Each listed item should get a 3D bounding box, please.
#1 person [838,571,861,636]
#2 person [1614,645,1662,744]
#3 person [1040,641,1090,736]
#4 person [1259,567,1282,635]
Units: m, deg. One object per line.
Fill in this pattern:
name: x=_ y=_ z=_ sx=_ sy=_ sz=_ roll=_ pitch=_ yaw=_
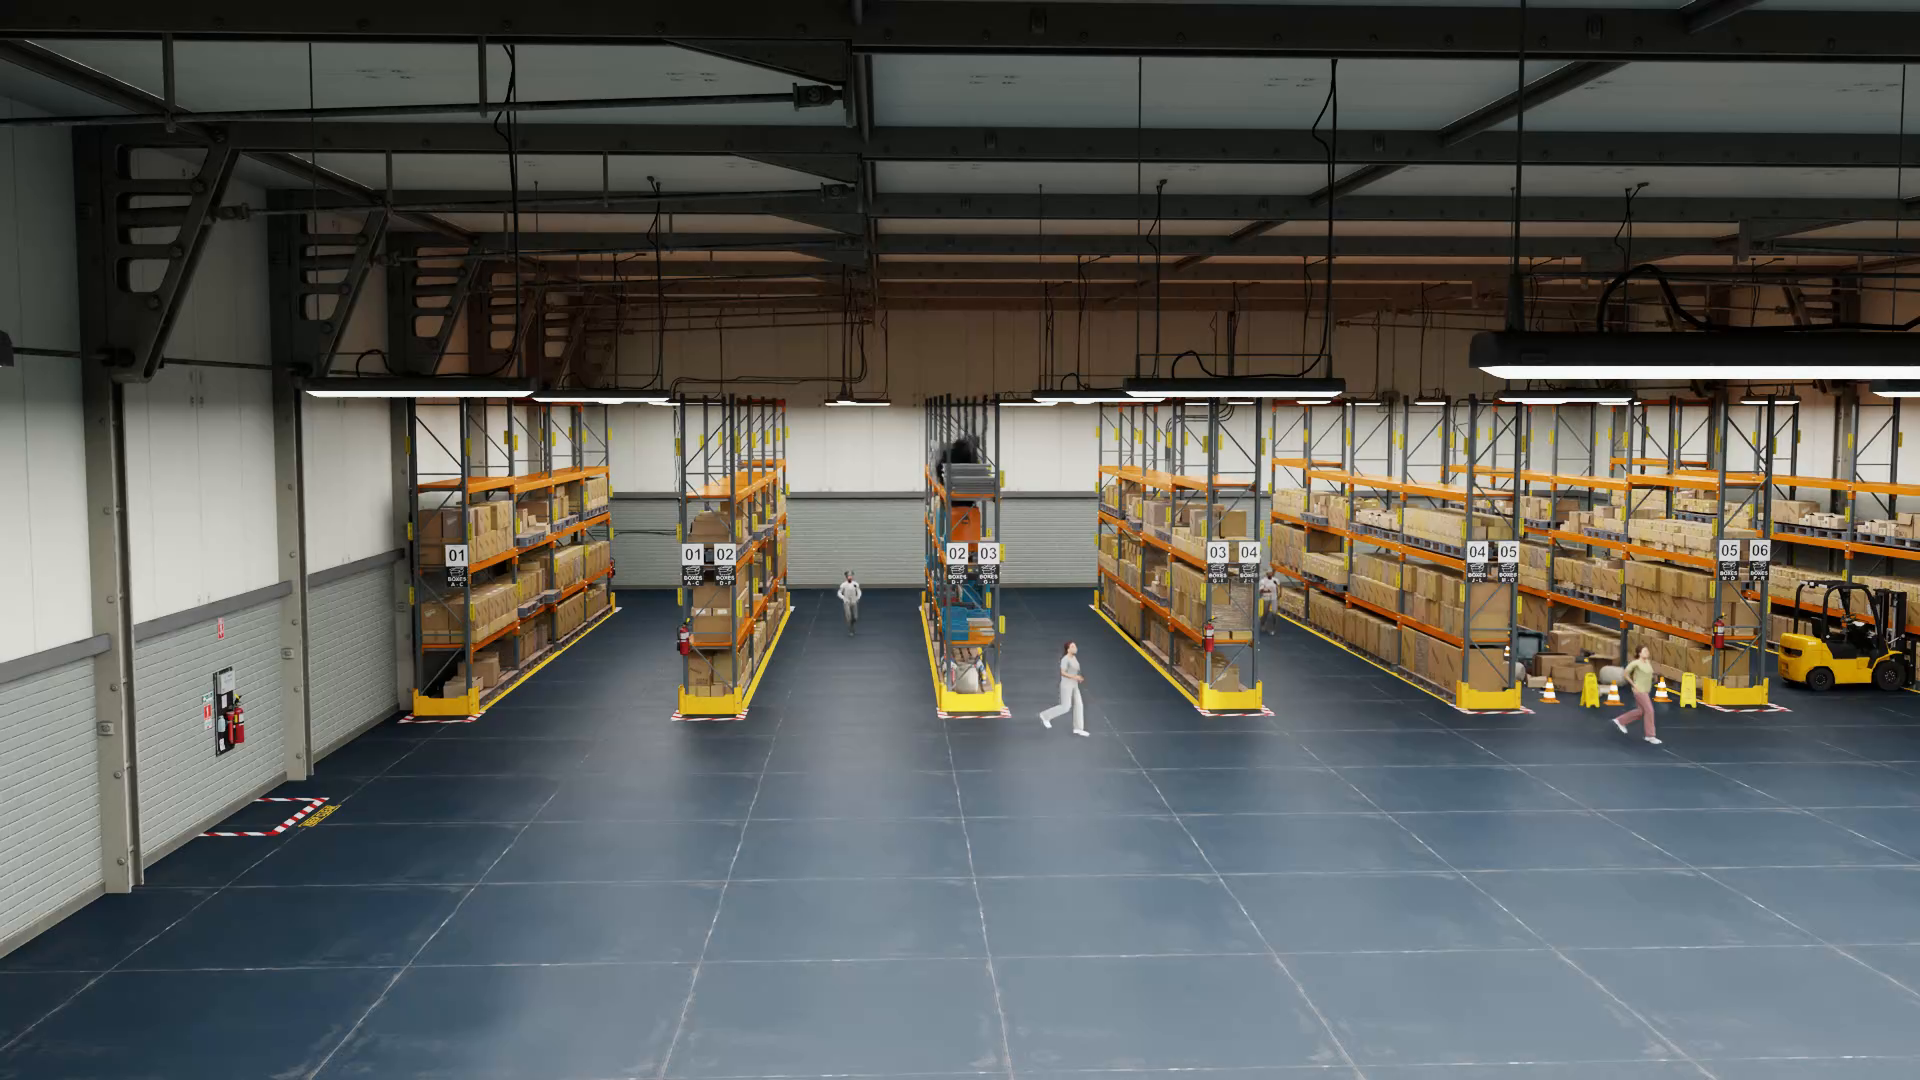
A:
person: x=-2.769 y=1.588 z=41.906 sx=0.612 sy=1.648 sz=0.553 roll=-1 pitch=5 yaw=-14
person: x=11.728 y=2.629 z=28.694 sx=0.568 sy=1.675 sz=0.863 roll=-4 pitch=6 yaw=-40
person: x=1.874 y=2.597 z=29.245 sx=0.902 sy=1.663 sz=0.577 roll=2 pitch=5 yaw=28
person: x=7.889 y=1.547 z=42.266 sx=0.586 sy=1.729 sz=0.878 roll=0 pitch=5 yaw=4
